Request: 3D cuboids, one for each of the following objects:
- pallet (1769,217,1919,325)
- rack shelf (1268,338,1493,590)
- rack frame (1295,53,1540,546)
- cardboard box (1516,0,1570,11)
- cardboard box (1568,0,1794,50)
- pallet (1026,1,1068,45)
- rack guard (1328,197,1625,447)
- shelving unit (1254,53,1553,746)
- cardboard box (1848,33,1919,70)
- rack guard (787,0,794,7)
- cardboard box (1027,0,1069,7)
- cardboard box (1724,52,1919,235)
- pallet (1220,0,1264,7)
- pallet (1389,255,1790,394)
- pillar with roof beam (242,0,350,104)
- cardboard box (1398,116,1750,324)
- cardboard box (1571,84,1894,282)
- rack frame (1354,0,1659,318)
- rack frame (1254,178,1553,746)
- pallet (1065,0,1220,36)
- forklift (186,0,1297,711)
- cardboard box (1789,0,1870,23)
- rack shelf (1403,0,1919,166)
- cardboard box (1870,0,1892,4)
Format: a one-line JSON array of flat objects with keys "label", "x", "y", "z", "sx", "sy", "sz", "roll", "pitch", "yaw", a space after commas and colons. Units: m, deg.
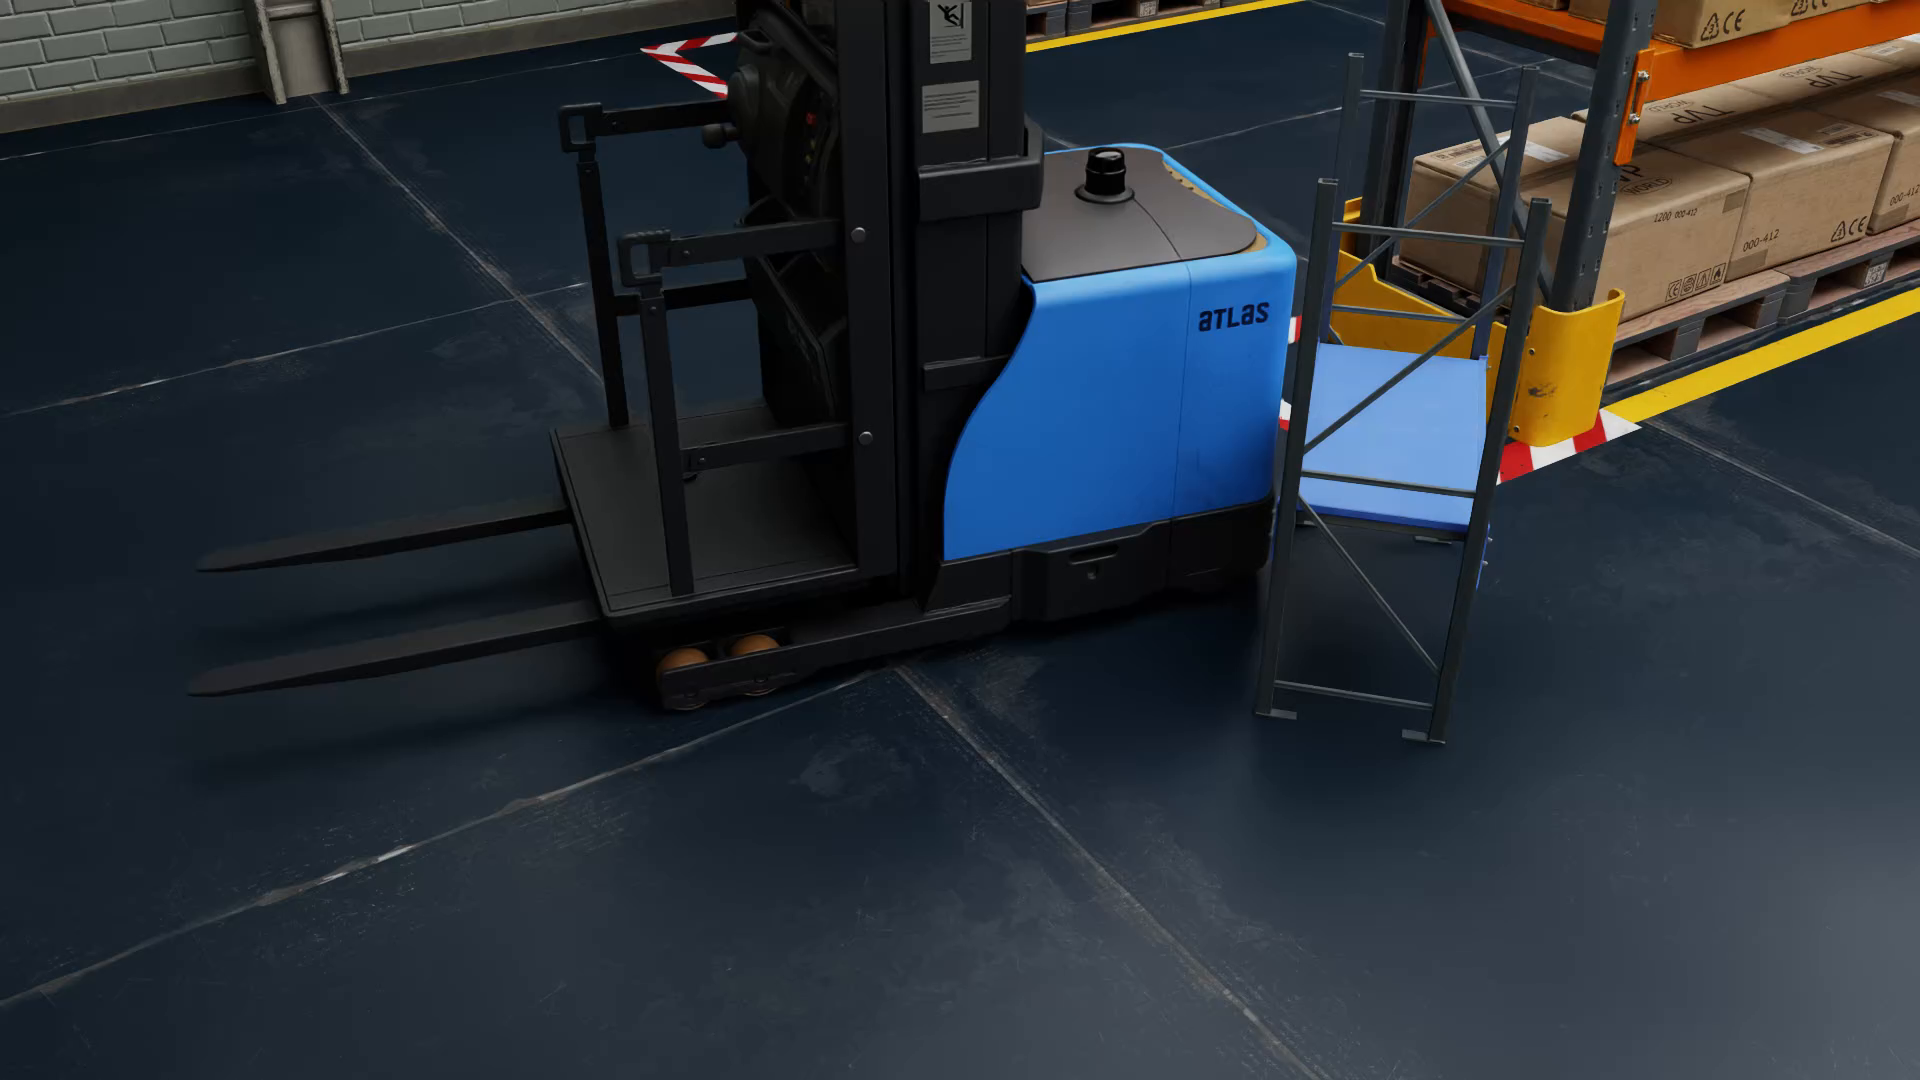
[{"label": "pallet", "x": 3.492, "y": -1.333, "z": 7.165, "sx": 1.213, "sy": 0.211, "sz": 1.003, "roll": -19, "pitch": 37, "yaw": -27}, {"label": "rack shelf", "x": 1.173, "y": -0.244, "z": 4.569, "sx": 0.538, "sy": 0.185, "sz": 1.000, "roll": 8, "pitch": 33, "yaw": 13}, {"label": "rack frame", "x": 1.304, "y": -0.658, "z": 4.888, "sx": 0.500, "sy": 1.500, "sz": 0.032, "roll": 8, "pitch": 33, "yaw": 13}, {"label": "cardboard box", "x": 2.100, "y": -2.196, "z": 5.826, "sx": 0.500, "sy": 0.500, "sz": 0.500, "roll": -19, "pitch": 37, "yaw": -27}, {"label": "cardboard box", "x": 2.397, "y": -1.948, "z": 5.433, "sx": 0.500, "sy": 0.500, "sz": 0.500, "roll": -19, "pitch": 37, "yaw": -28}, {"label": "pallet", "x": -0.121, "y": -3.194, "z": 10.115, "sx": 1.213, "sy": 0.211, "sz": 1.003, "roll": -19, "pitch": 37, "yaw": -27}, {"label": "rack guard", "x": 1.818, "y": -0.831, "z": 6.099, "sx": 0.348, "sy": 0.500, "sz": 1.175, "roll": -19, "pitch": 37, "yaw": -27}, {"label": "shelving unit", "x": 1.173, "y": -0.396, "z": 4.473, "sx": 0.538, "sy": 1.500, "sz": 1.048, "roll": 8, "pitch": 33, "yaw": 13}, {"label": "cardboard box", "x": 4.614, "y": -2.012, "z": 7.636, "sx": 0.875, "sy": 0.438, "sz": 0.875, "roll": -20, "pitch": 37, "yaw": -28}, {"label": "rack guard", "x": -0.791, "y": -3.085, "z": 9.672, "sx": 0.348, "sy": 0.500, "sz": 1.175, "roll": -19, "pitch": 37, "yaw": -27}, {"label": "cardboard box", "x": 0.450, "y": -3.605, "z": 10.102, "sx": 0.500, "sy": 0.500, "sz": 0.700, "roll": -17, "pitch": 36, "yaw": -25}, {"label": "cardboard box", "x": 3.862, "y": -1.753, "z": 7.226, "sx": 0.875, "sy": 0.438, "sz": 0.875, "roll": -20, "pitch": 37, "yaw": -29}, {"label": "pallet", "x": 1.930, "y": -3.899, "z": 11.233, "sx": 1.213, "sy": 0.211, "sz": 1.003, "roll": -19, "pitch": 37, "yaw": -27}, {"label": "pallet", "x": 2.467, "y": -0.982, "z": 6.609, "sx": 1.213, "sy": 0.211, "sz": 1.003, "roll": -19, "pitch": 37, "yaw": -27}, {"label": "pillar with roof beam", "x": -1.277, "y": -4.352, "z": 3.714, "sx": 0.400, "sy": 9.000, "sz": 9.100, "roll": -19, "pitch": 37, "yaw": -27}, {"label": "cardboard box", "x": 2.338, "y": -1.225, "z": 6.388, "sx": 0.875, "sy": 0.438, "sz": 0.875, "roll": -20, "pitch": 38, "yaw": -29}, {"label": "cardboard box", "x": 3.103, "y": -1.493, "z": 6.814, "sx": 0.875, "sy": 0.438, "sz": 0.875, "roll": -18, "pitch": 36, "yaw": -26}, {"label": "rack frame", "x": 1.838, "y": -1.895, "z": 5.443, "sx": 0.127, "sy": 3.000, "sz": 1.000, "roll": -19, "pitch": 37, "yaw": -27}, {"label": "rack frame", "x": 1.042, "y": -0.134, "z": 4.057, "sx": 0.500, "sy": 1.500, "sz": 0.032, "roll": 8, "pitch": 33, "yaw": 13}, {"label": "pallet", "x": 0.903, "y": -3.544, "z": 10.671, "sx": 1.213, "sy": 0.211, "sz": 1.003, "roll": -19, "pitch": 37, "yaw": -27}, {"label": "forklift", "x": -0.641, "y": -1.095, "z": 4.238, "sx": 3.031, "sy": 2.935, "sz": 1.130, "roll": -11, "pitch": 34, "yaw": -16}, {"label": "cardboard box", "x": 2.807, "y": -2.106, "z": 5.684, "sx": 0.500, "sy": 0.500, "sz": 0.500, "roll": -20, "pitch": 37, "yaw": -28}, {"label": "rack shelf", "x": 3.519, "y": -2.169, "z": 6.552, "sx": 4.000, "sy": 0.370, "sz": 1.077, "roll": -19, "pitch": 37, "yaw": -27}, {"label": "cardboard box", "x": 3.244, "y": -2.245, "z": 5.904, "sx": 0.500, "sy": 0.500, "sz": 0.500, "roll": -19, "pitch": 37, "yaw": -28}]
